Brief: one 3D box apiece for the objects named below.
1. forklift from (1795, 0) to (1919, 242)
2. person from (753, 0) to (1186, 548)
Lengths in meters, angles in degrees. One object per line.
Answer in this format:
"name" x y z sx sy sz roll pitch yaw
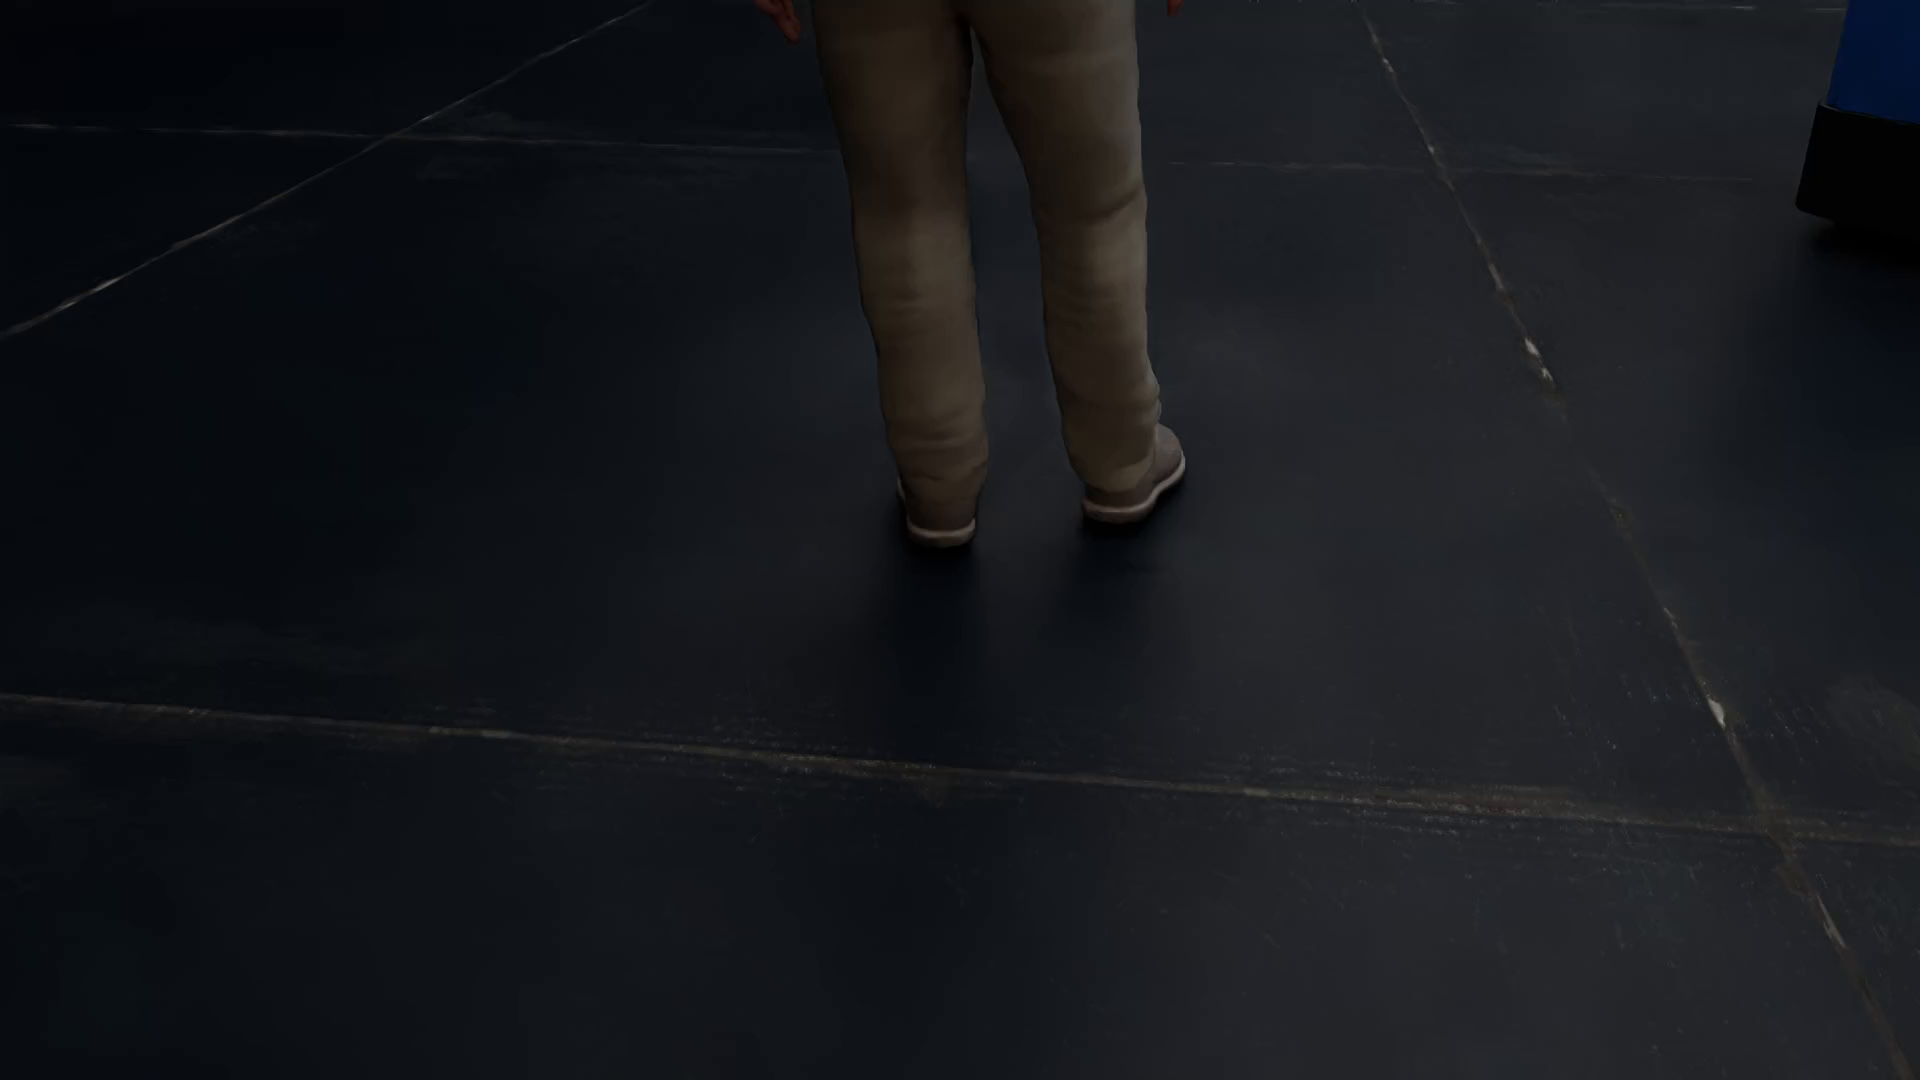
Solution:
"forklift" 3.492 -2.180 3.587 3.031 2.935 1.130 -15 30 -27
"person" 0.022 -0.838 2.166 0.640 1.781 0.574 3 27 7
